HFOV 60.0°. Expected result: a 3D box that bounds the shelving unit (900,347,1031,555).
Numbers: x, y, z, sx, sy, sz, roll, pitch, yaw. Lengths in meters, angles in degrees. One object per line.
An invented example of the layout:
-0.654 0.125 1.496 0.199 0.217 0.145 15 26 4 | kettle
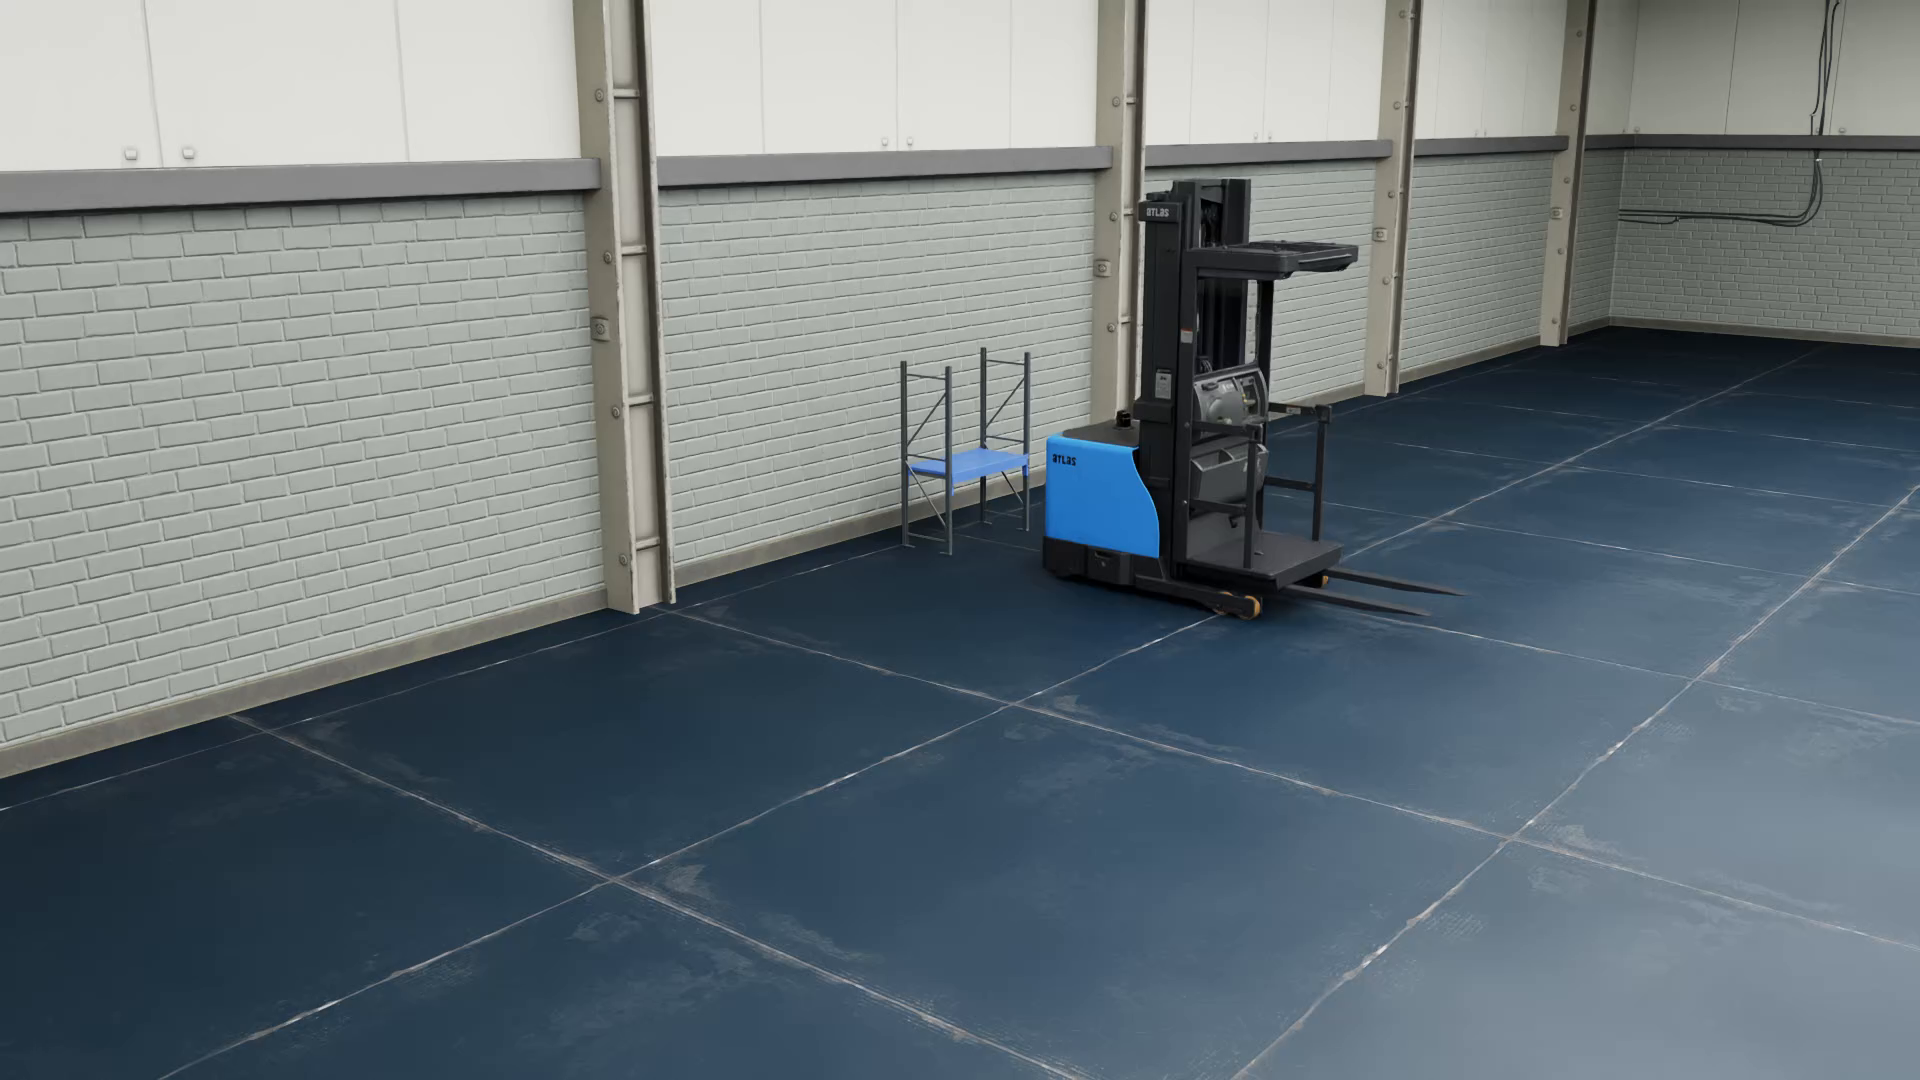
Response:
0.054 -0.743 13.503 0.538 1.500 1.048 11 18 38 | shelving unit

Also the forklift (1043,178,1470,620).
2.084 -1.015 11.666 3.031 2.935 1.130 11 18 38 | forklift

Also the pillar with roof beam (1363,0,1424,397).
8.622 -5.536 17.139 9.100 9.000 0.400 11 18 38 | pillar with roof beam

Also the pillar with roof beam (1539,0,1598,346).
12.393 -6.685 21.662 9.100 9.000 0.400 11 18 38 | pillar with roof beam

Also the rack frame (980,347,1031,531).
0.373 -0.841 13.886 0.500 1.500 0.032 11 18 38 | rack frame

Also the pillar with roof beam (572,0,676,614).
1.080 -3.238 8.093 9.100 9.000 0.400 11 18 38 | pillar with roof beam

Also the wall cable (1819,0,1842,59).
14.029 -8.235 23.813 3.097 2.526 0.112 11 18 38 | wall cable

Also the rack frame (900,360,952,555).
-0.266 -0.646 13.119 0.500 1.500 0.032 11 18 38 | rack frame

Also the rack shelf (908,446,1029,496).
0.054 -0.569 13.547 0.538 0.185 1.000 11 18 38 | rack shelf

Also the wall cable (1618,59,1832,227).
11.924 -6.206 26.083 3.097 2.526 0.112 11 18 38 | wall cable

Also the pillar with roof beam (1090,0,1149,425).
4.851 -4.387 12.616 9.100 9.000 0.400 11 18 38 | pillar with roof beam
